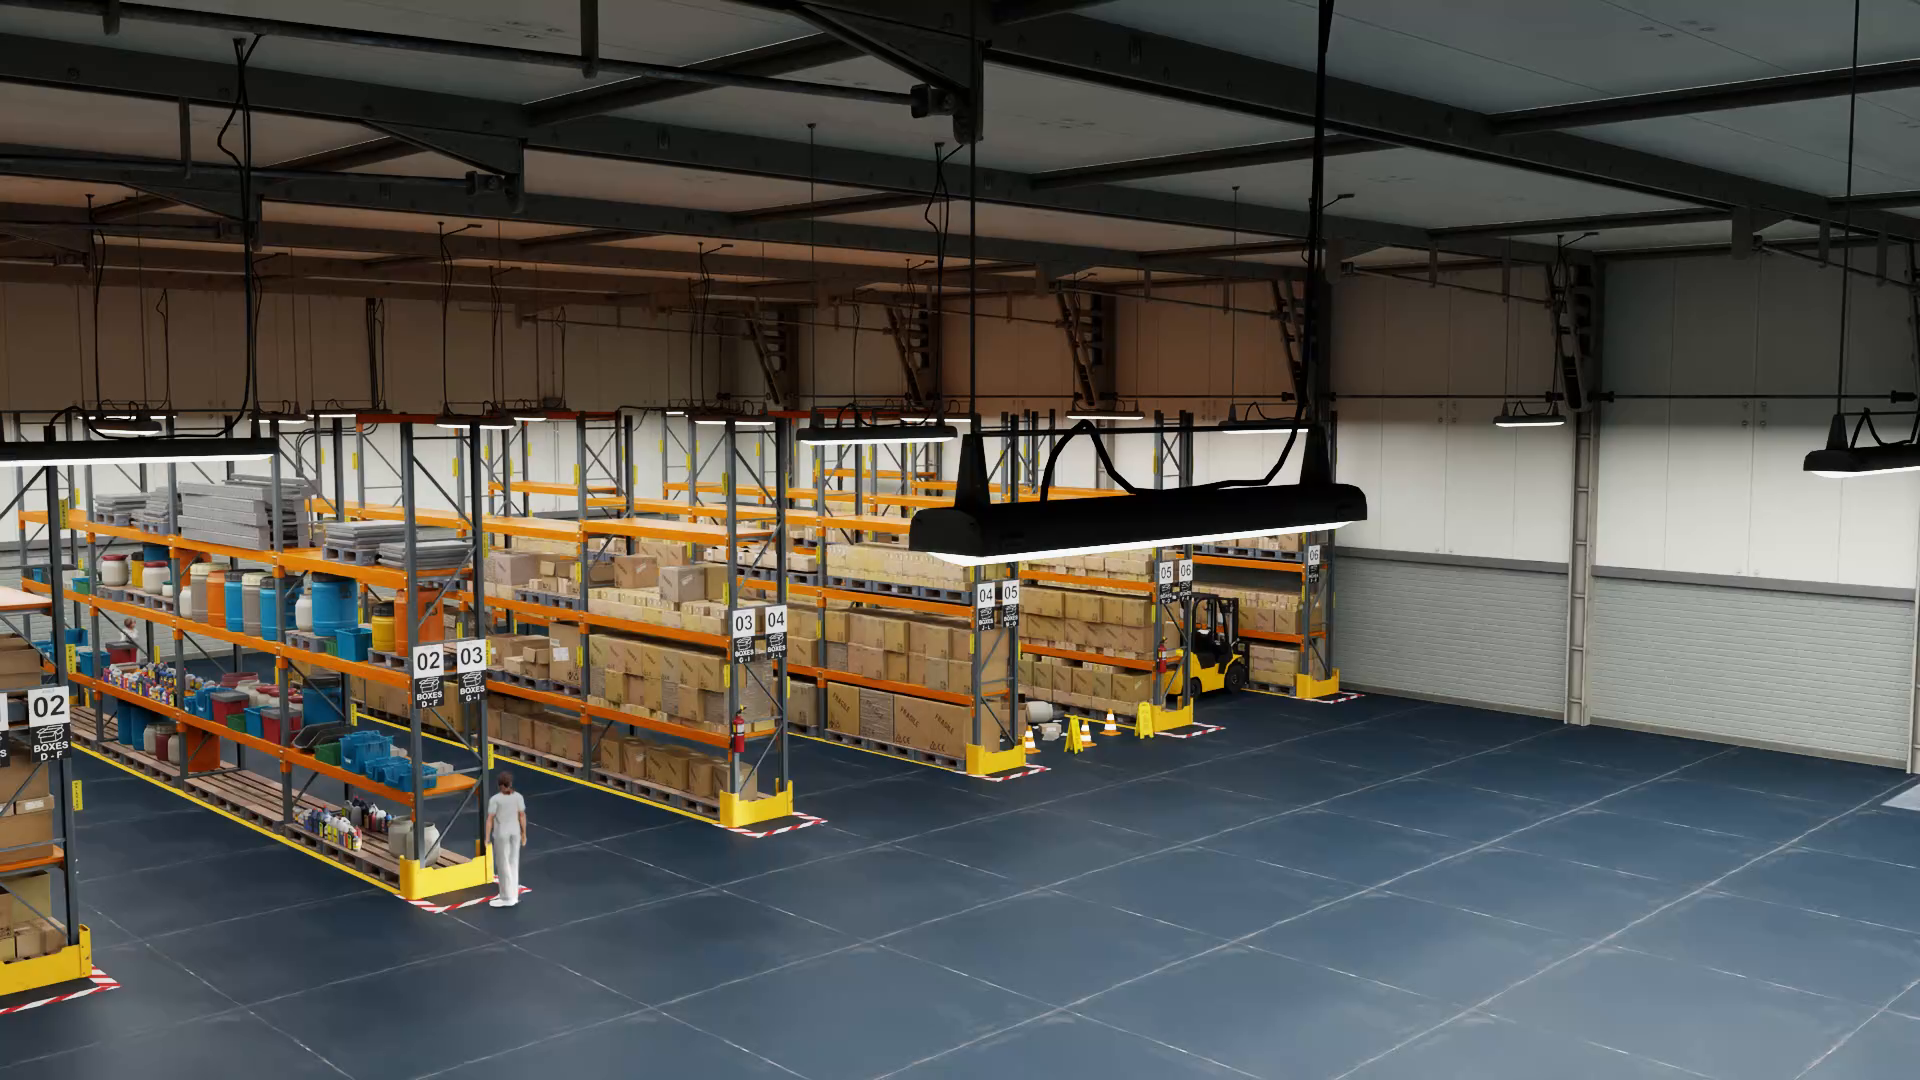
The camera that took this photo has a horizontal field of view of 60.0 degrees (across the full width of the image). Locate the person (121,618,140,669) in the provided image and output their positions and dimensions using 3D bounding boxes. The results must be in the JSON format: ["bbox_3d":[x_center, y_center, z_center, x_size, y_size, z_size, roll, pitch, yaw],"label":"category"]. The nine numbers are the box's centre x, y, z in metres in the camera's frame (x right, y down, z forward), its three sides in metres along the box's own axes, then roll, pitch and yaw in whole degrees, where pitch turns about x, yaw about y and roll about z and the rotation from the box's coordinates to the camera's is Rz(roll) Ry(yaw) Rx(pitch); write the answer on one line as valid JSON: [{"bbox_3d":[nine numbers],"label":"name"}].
[{"bbox_3d":[-17.731,2.447,35.516,0.523,1.588,0.412,4,6,39],"label":"person"}]

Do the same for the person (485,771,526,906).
[{"bbox_3d":[-5.636,3.709,20.669,0.497,1.696,0.382,-3,6,-35],"label":"person"}]
